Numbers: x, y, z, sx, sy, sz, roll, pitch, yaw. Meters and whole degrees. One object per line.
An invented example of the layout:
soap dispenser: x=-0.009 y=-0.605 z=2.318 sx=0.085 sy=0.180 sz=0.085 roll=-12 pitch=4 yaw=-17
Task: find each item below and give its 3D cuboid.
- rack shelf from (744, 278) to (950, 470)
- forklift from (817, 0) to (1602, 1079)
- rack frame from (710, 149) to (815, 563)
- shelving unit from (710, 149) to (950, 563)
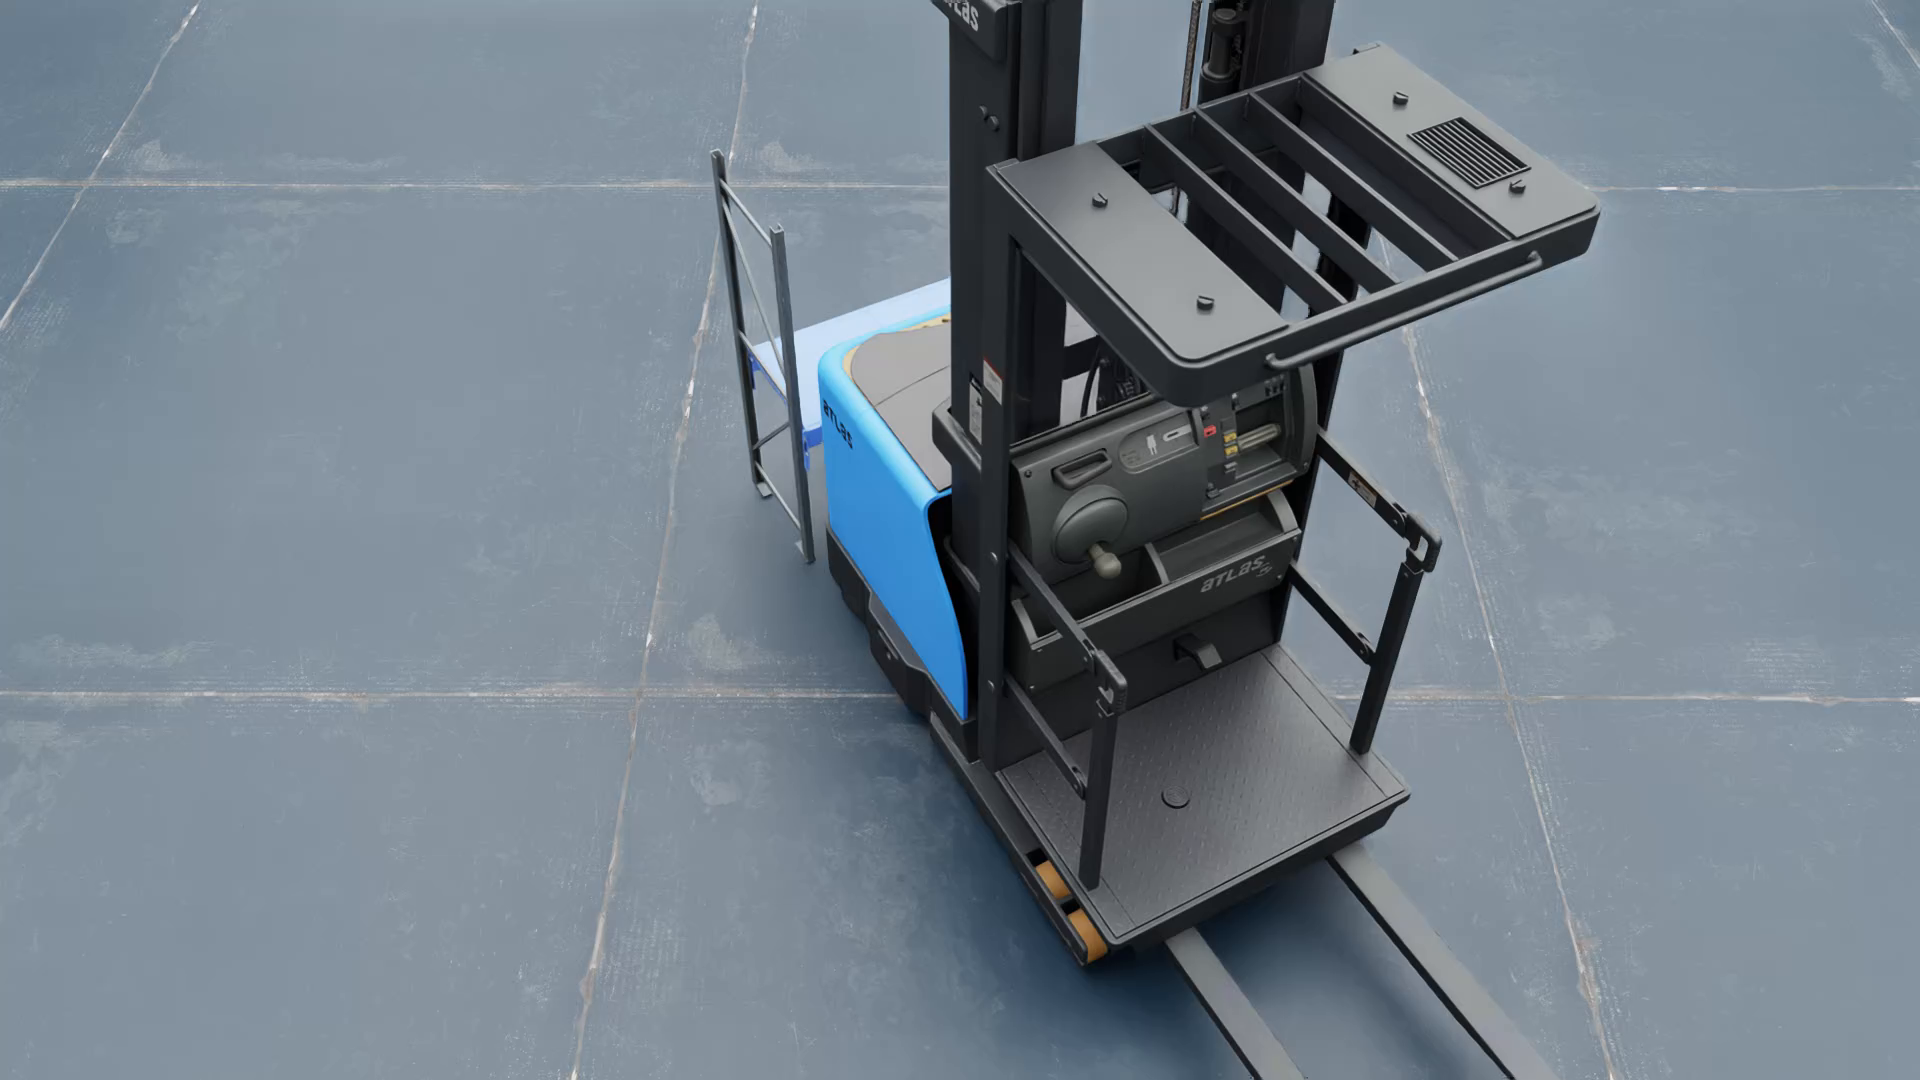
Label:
rack shelf: x=-0.229 y=-0.649 z=6.075 sx=1.000 sy=0.185 sz=0.538 roll=-22 pitch=51 yaw=-19
forklift: x=0.676 y=-0.104 z=4.344 sx=1.130 sy=2.935 sz=3.031 roll=-22 pitch=51 yaw=-19
rack frame: x=-0.673 y=-0.590 z=5.775 sx=0.032 sy=1.500 sz=0.500 roll=-22 pitch=51 yaw=-19
shelving unit: x=-0.229 y=-0.772 z=5.944 sx=1.048 sy=1.500 sz=0.538 roll=-22 pitch=51 yaw=-19
